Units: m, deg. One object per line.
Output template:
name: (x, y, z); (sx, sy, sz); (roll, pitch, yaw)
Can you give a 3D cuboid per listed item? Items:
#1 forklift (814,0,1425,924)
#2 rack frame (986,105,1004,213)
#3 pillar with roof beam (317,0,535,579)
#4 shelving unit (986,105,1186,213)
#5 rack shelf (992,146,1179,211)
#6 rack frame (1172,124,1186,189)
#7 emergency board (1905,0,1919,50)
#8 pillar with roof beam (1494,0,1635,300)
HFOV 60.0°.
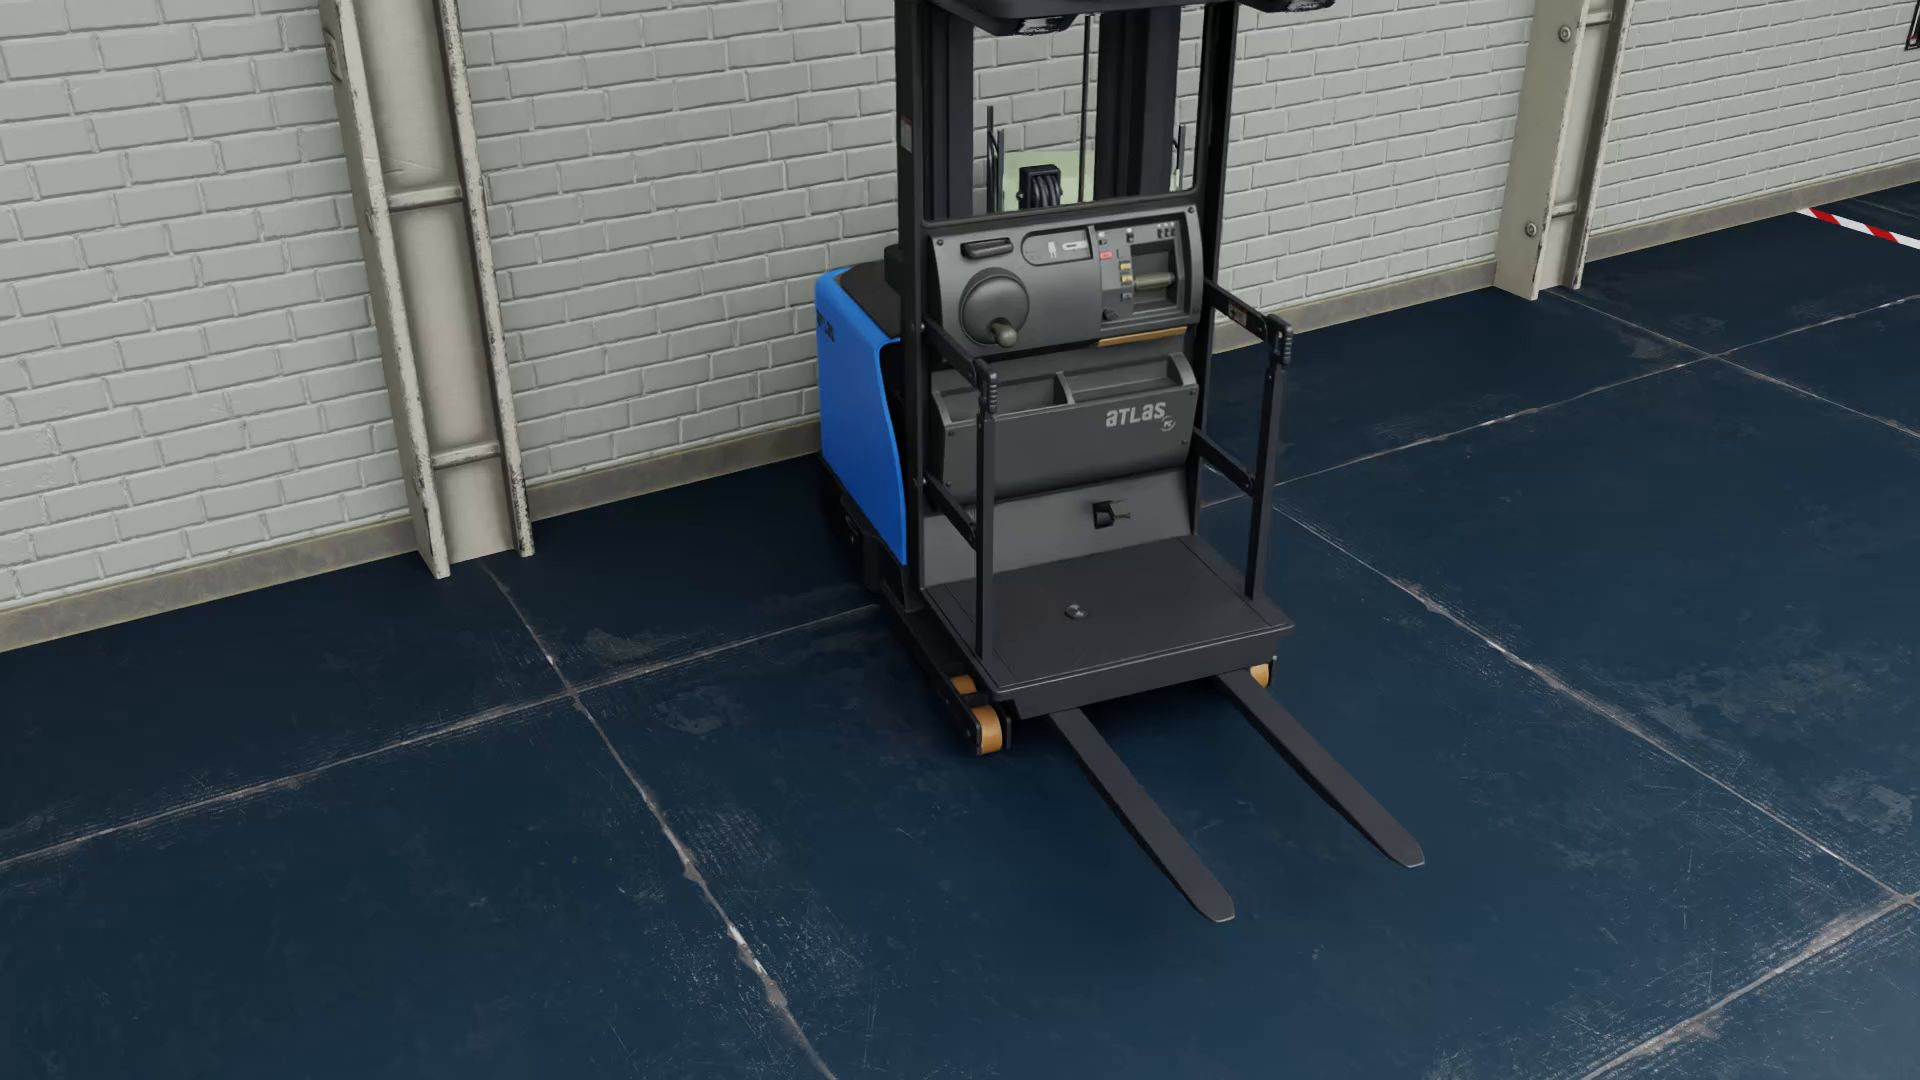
forklift: (0.437, -0.806, 5.176); (1.130, 2.935, 3.031); (-11, 31, -19)
rack frame: (0.143, -1.058, 7.114); (0.023, 1.500, 0.400); (-3, 29, -5)
pillar with roof beam: (0.236, -2.106, 1.253); (0.400, 9.000, 9.100); (-16, 33, -26)
shelving unit: (0.507, -1.075, 7.146); (0.755, 1.500, 0.431); (-3, 29, -5)
rack shelf: (0.507, -1.417, 6.958); (0.720, 0.370, 0.431); (-3, 29, -5)
rack frame: (0.871, -1.093, 7.178); (0.023, 1.500, 0.400); (-3, 29, -5)
emergency board: (6.234, -3.627, 10.218); (0.626, 1.169, 0.157); (-16, 33, -26)
pillar with roof beam: (5.409, -3.575, 3.915); (0.400, 9.000, 9.100); (-16, 33, -26)
